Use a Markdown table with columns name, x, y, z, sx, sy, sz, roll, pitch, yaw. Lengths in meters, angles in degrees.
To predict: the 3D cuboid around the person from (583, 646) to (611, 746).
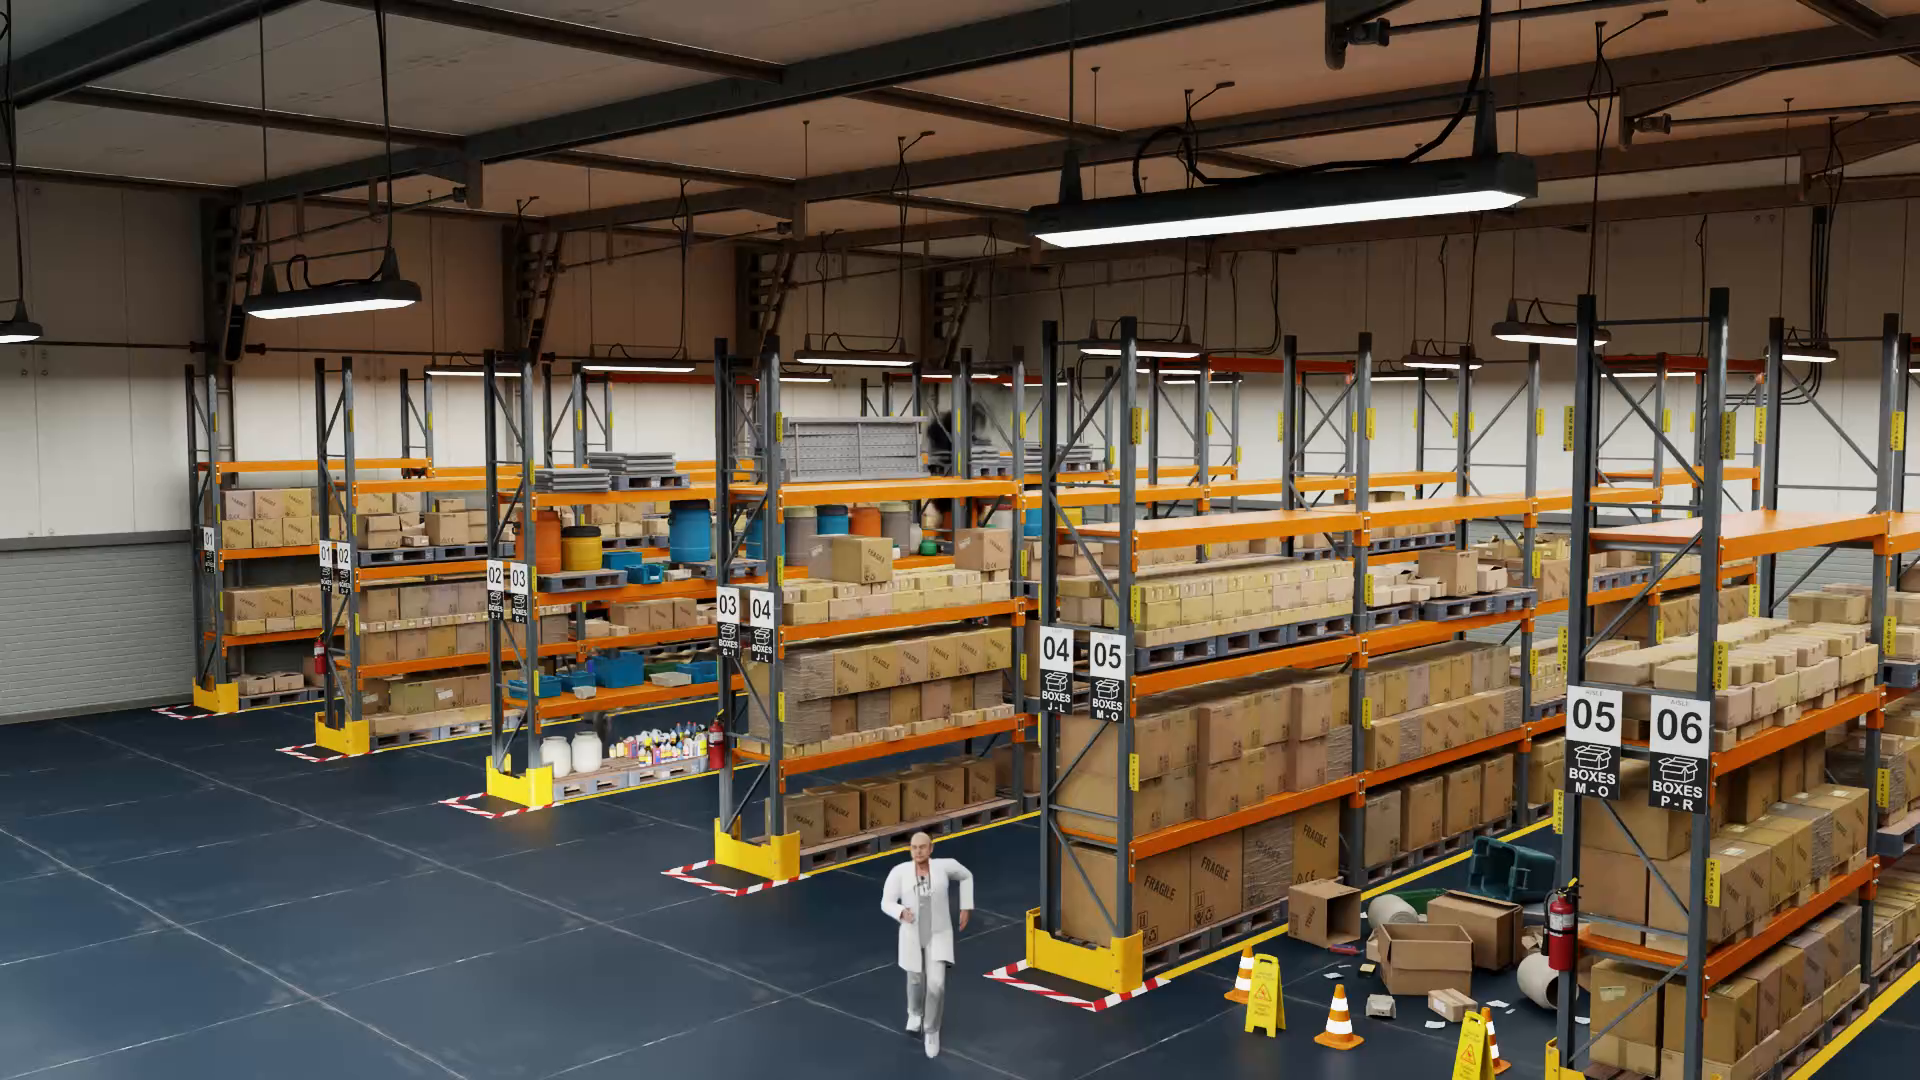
| name | x | y | z | sx | sy | sz | roll | pitch | yaw |
| --- | --- | --- | --- | --- | --- | --- | --- | --- | --- |
| person | -5.601 | 2.423 | 25.592 | 0.615 | 1.606 | 0.642 | 2 | 5 | 29 |

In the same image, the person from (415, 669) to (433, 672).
| name | x | y | z | sx | sy | sz | roll | pitch | yaw |
| --- | --- | --- | --- | --- | --- | --- | --- | --- | --- |
| person | -9.089 | 2.123 | 28.401 | 0.663 | 1.784 | 0.895 | 4 | 6 | 39 |

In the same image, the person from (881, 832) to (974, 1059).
| name | x | y | z | sx | sy | sz | roll | pitch | yaw |
| --- | --- | --- | --- | --- | --- | --- | --- | --- | --- |
| person | -0.261 | 3.247 | 13.491 | 0.731 | 1.801 | 0.960 | 0 | 4 | 5 |
